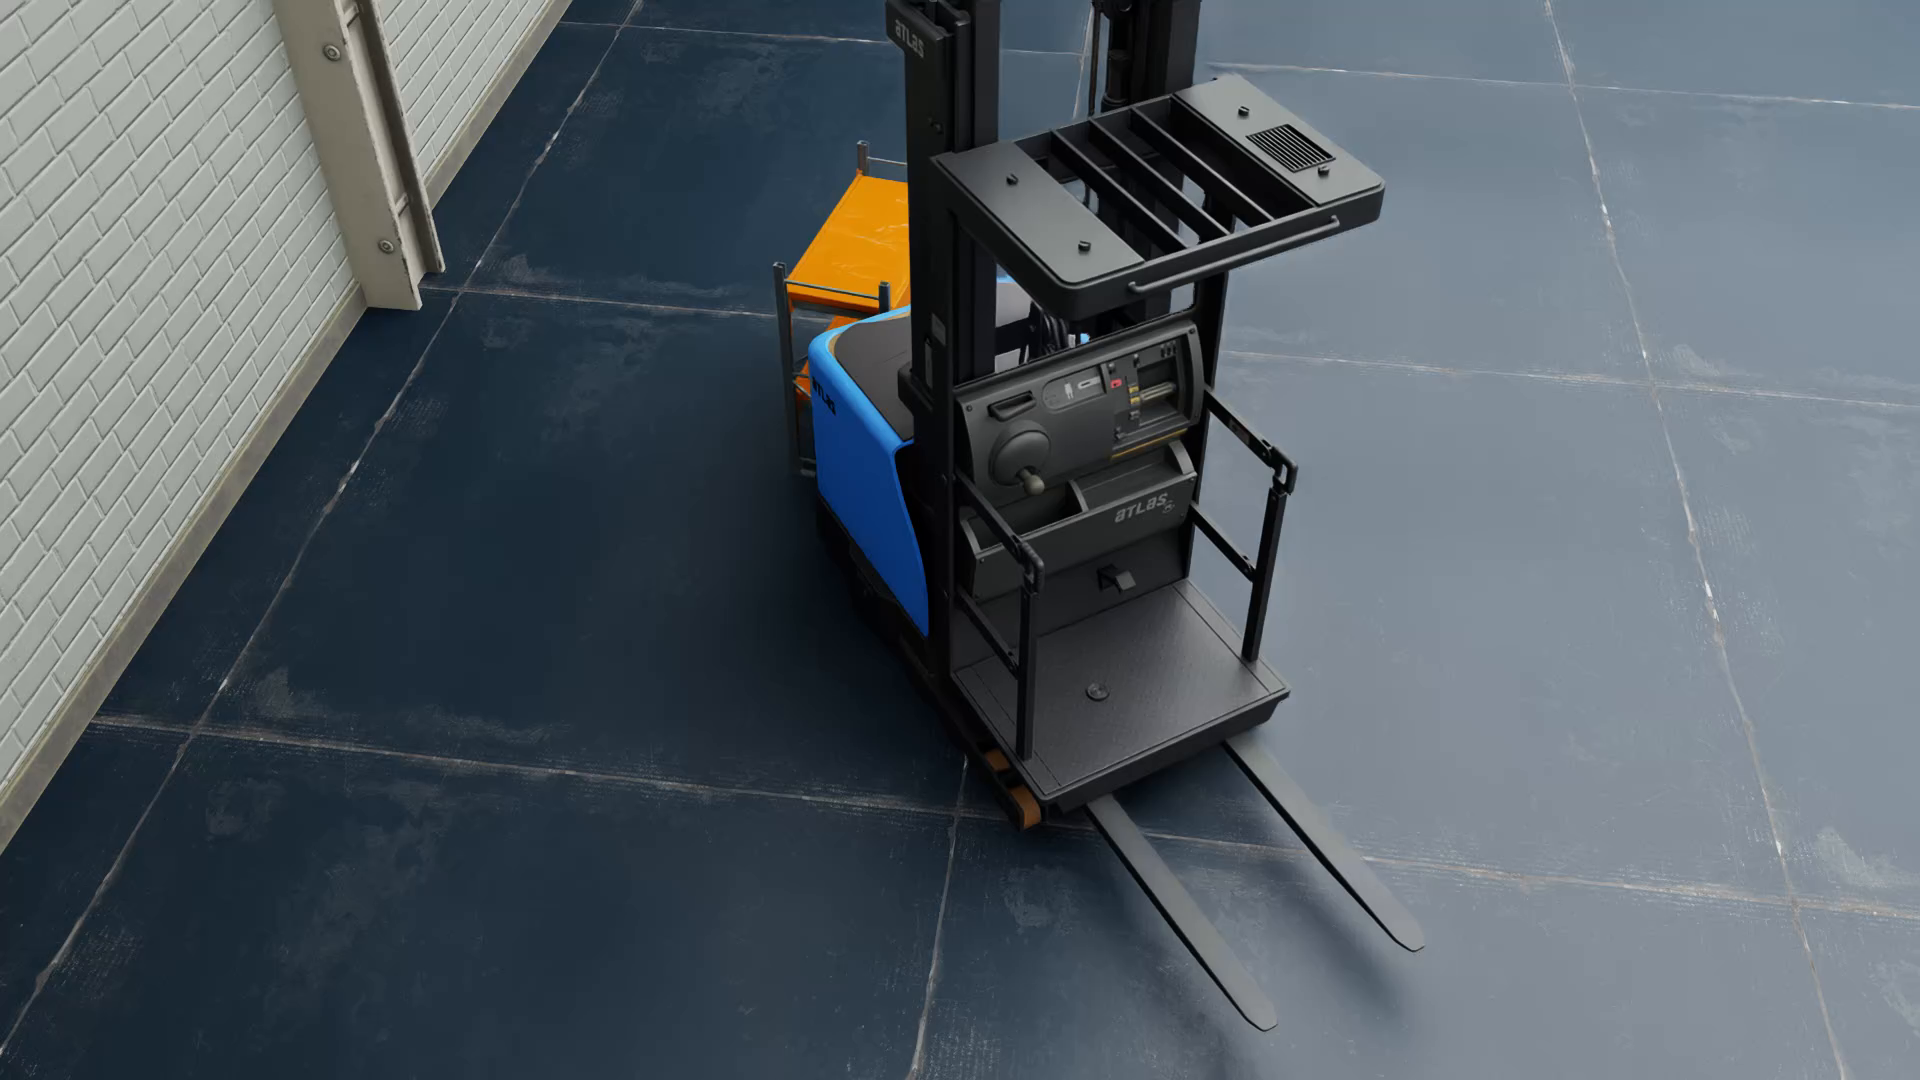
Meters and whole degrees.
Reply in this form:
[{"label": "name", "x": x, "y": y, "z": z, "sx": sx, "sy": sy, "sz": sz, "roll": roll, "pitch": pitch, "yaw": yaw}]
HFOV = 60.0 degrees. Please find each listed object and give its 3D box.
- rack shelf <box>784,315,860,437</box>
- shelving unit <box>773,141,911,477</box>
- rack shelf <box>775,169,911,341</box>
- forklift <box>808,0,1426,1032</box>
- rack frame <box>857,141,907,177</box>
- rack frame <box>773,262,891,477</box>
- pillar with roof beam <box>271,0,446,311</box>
[{"label": "rack shelf", "x": -0.373, "y": -0.833, "z": 7.690, "sx": 0.538, "sy": 0.278, "sz": 1.000, "roll": 12, "pitch": 45, "yaw": 12}, {"label": "shelving unit", "x": -0.373, "y": -1.011, "z": 7.522, "sx": 0.538, "sy": 1.125, "sz": 1.048, "roll": 12, "pitch": 45, "yaw": 12}, {"label": "rack shelf", "x": -0.373, "y": -1.223, "z": 7.320, "sx": 0.538, "sy": 0.278, "sz": 1.000, "roll": 12, "pitch": 45, "yaw": 12}, {"label": "forklift", "x": 0.532, "y": -0.359, "z": 5.519, "sx": 1.130, "sy": 2.935, "sz": 3.031, "roll": -21, "pitch": 47, "yaw": -20}, {"label": "rack frame", "x": -0.222, "y": -1.345, "z": 7.874, "sx": 0.500, "sy": 1.125, "sz": 0.032, "roll": 12, "pitch": 45, "yaw": 12}, {"label": "rack frame", "x": -0.524, "y": -0.677, "z": 7.169, "sx": 0.500, "sy": 1.125, "sz": 0.032, "roll": 12, "pitch": 45, "yaw": 12}, {"label": "pillar with roof beam", "x": 1.369, "y": -4.200, "z": 5.163, "sx": 9.100, "sy": 9.000, "sz": 0.400, "roll": 5, "pitch": 44, "yaw": 6}]
